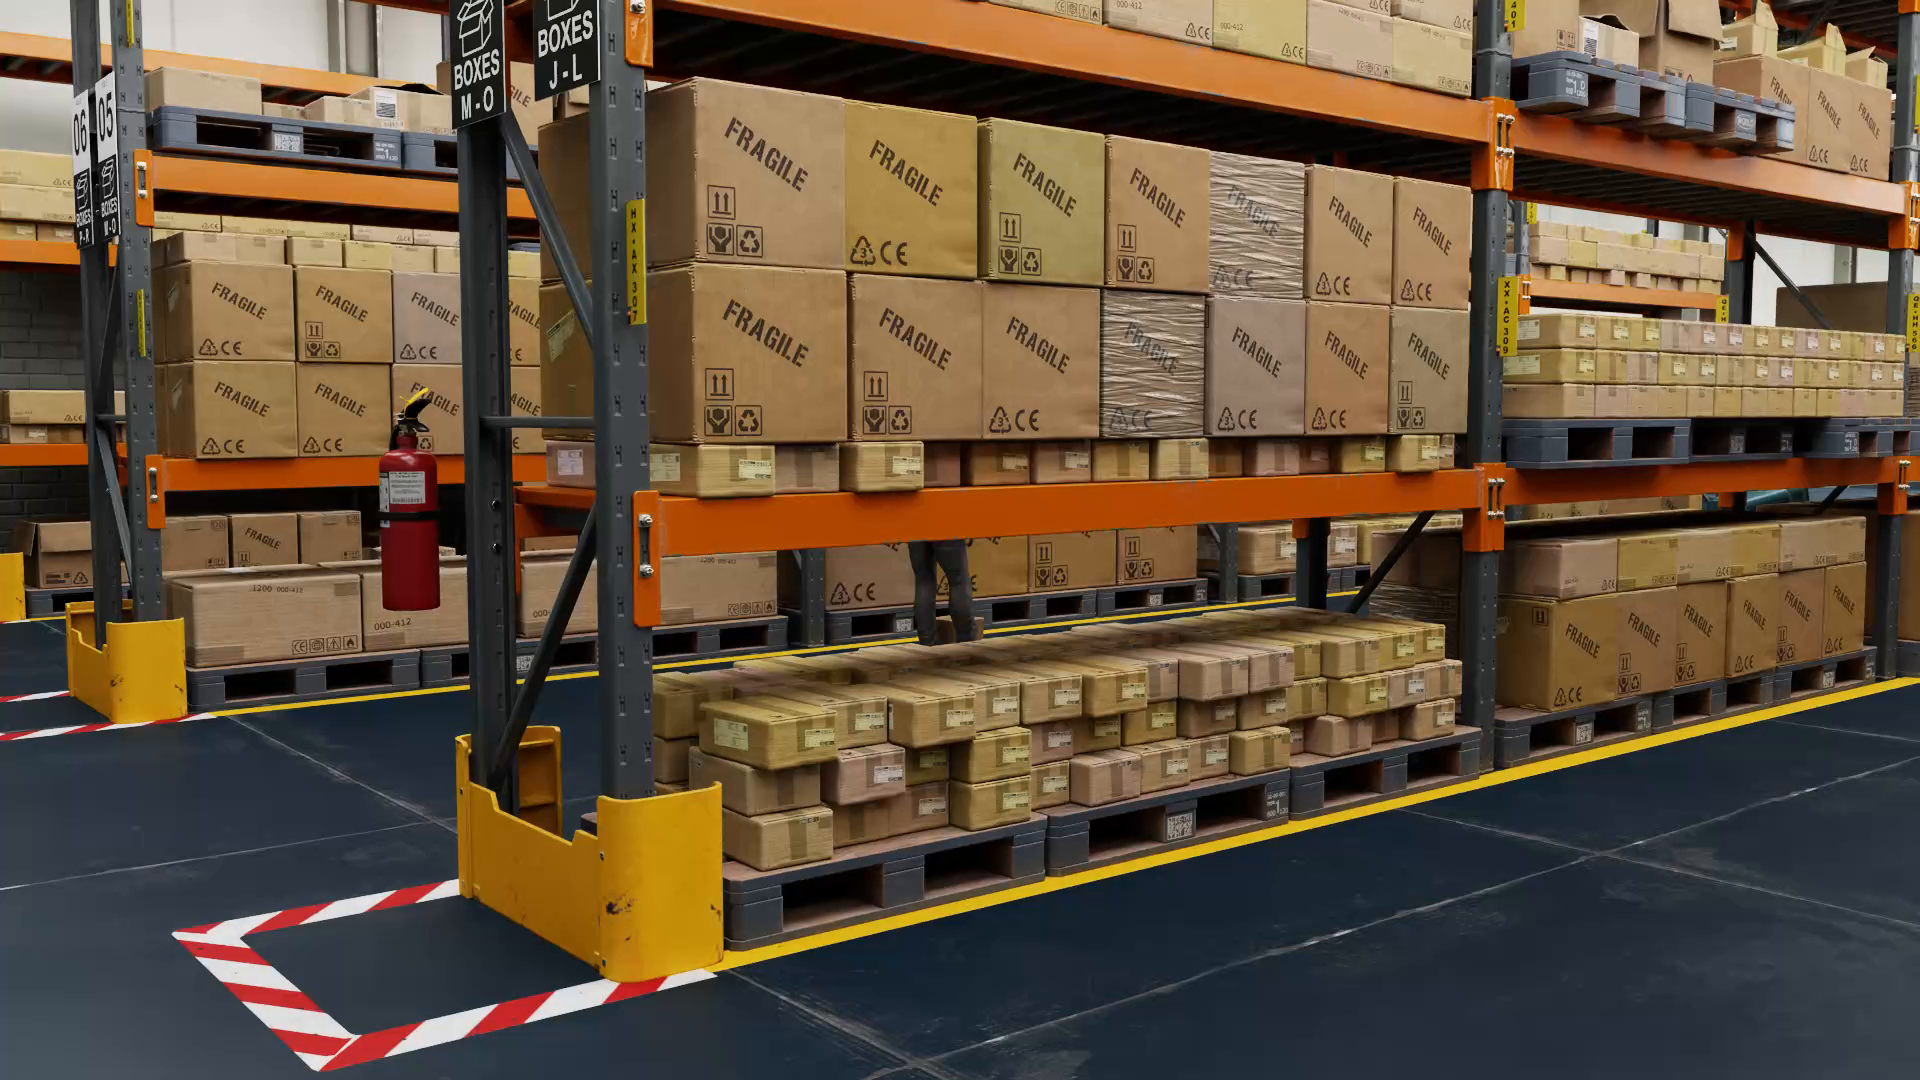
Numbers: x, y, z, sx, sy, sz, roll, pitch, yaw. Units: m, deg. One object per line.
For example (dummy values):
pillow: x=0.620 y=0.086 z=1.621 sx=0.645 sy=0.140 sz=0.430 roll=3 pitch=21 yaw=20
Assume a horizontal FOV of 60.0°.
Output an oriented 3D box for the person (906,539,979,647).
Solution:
person: x=-0.104 y=-0.079 z=10.208 sx=0.570 sy=1.654 sz=0.503 roll=3 pitch=6 yaw=37
